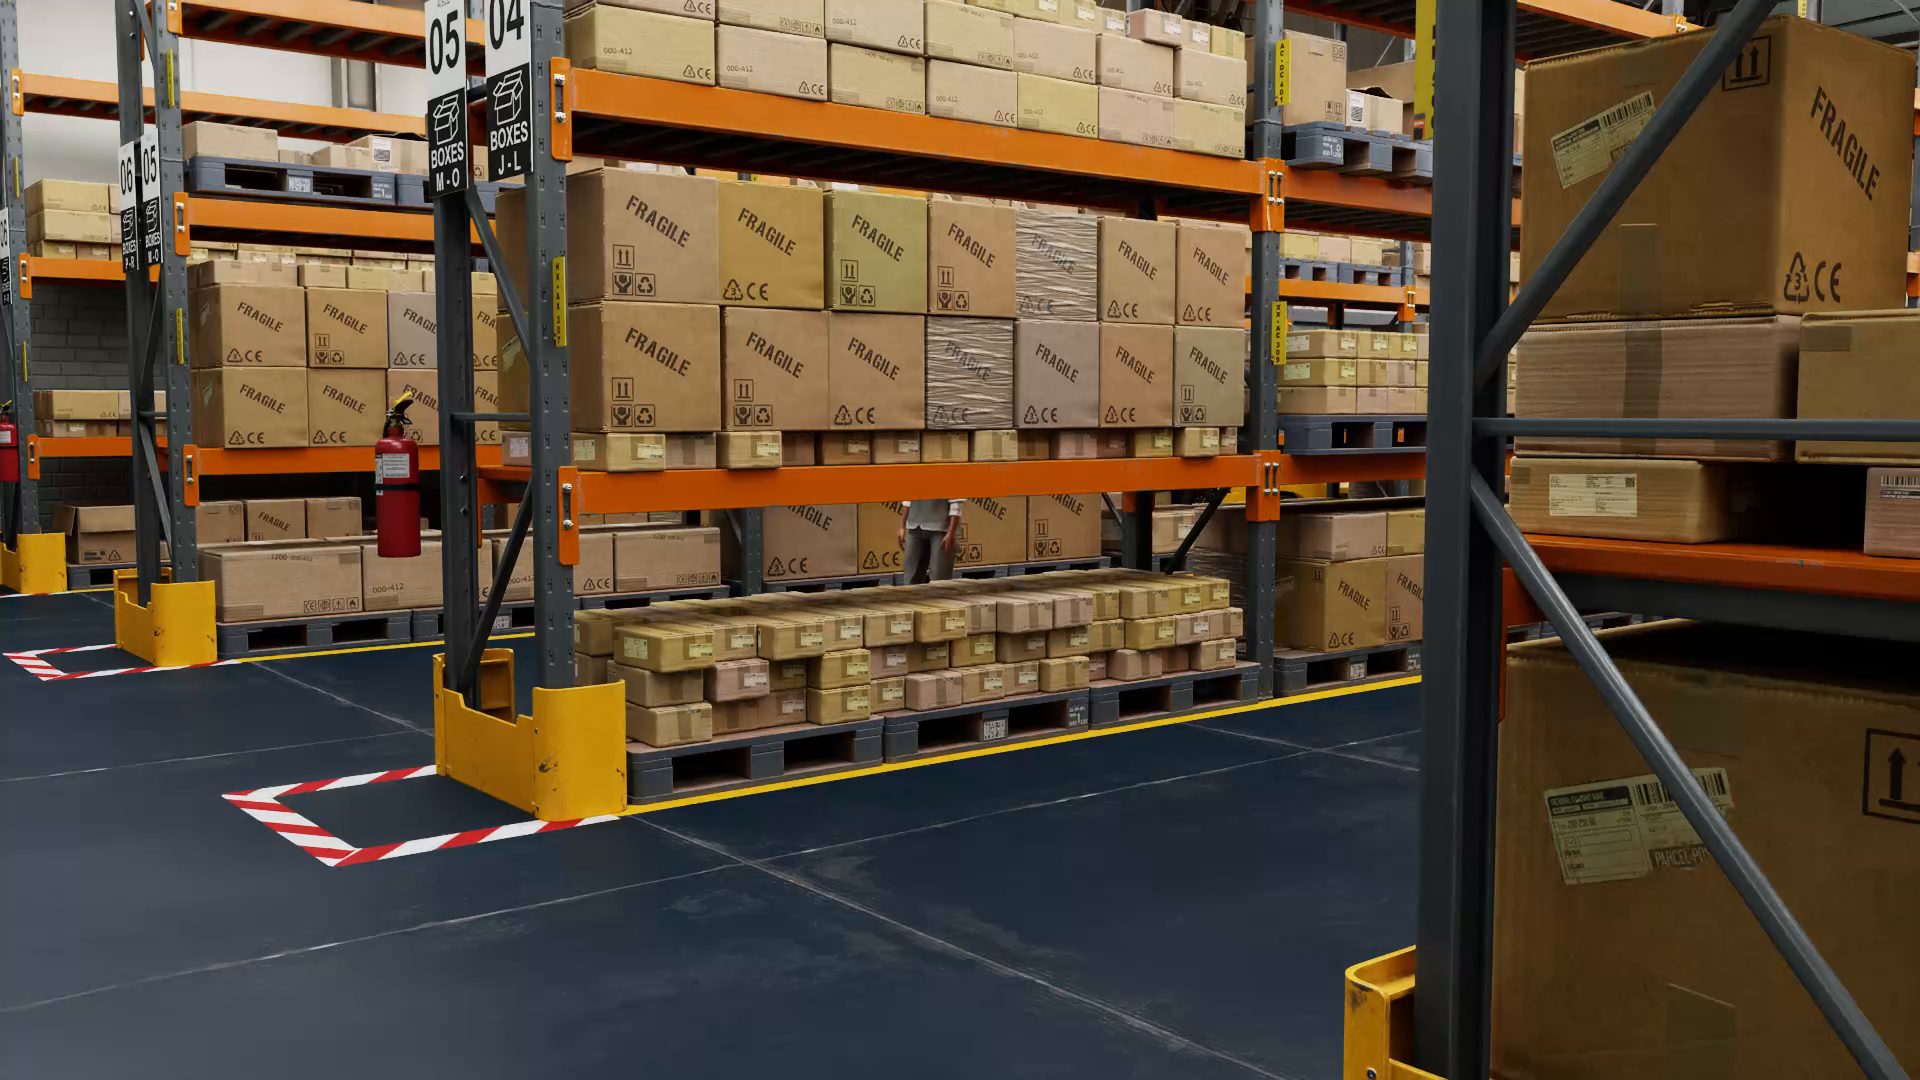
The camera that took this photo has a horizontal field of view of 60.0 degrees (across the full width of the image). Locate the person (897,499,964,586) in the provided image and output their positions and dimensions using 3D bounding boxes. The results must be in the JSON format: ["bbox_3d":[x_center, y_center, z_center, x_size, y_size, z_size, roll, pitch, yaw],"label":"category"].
[{"bbox_3d":[-0.174,-0.029,9.852,0.462,1.593,0.343,4,6,43],"label":"person"}]
